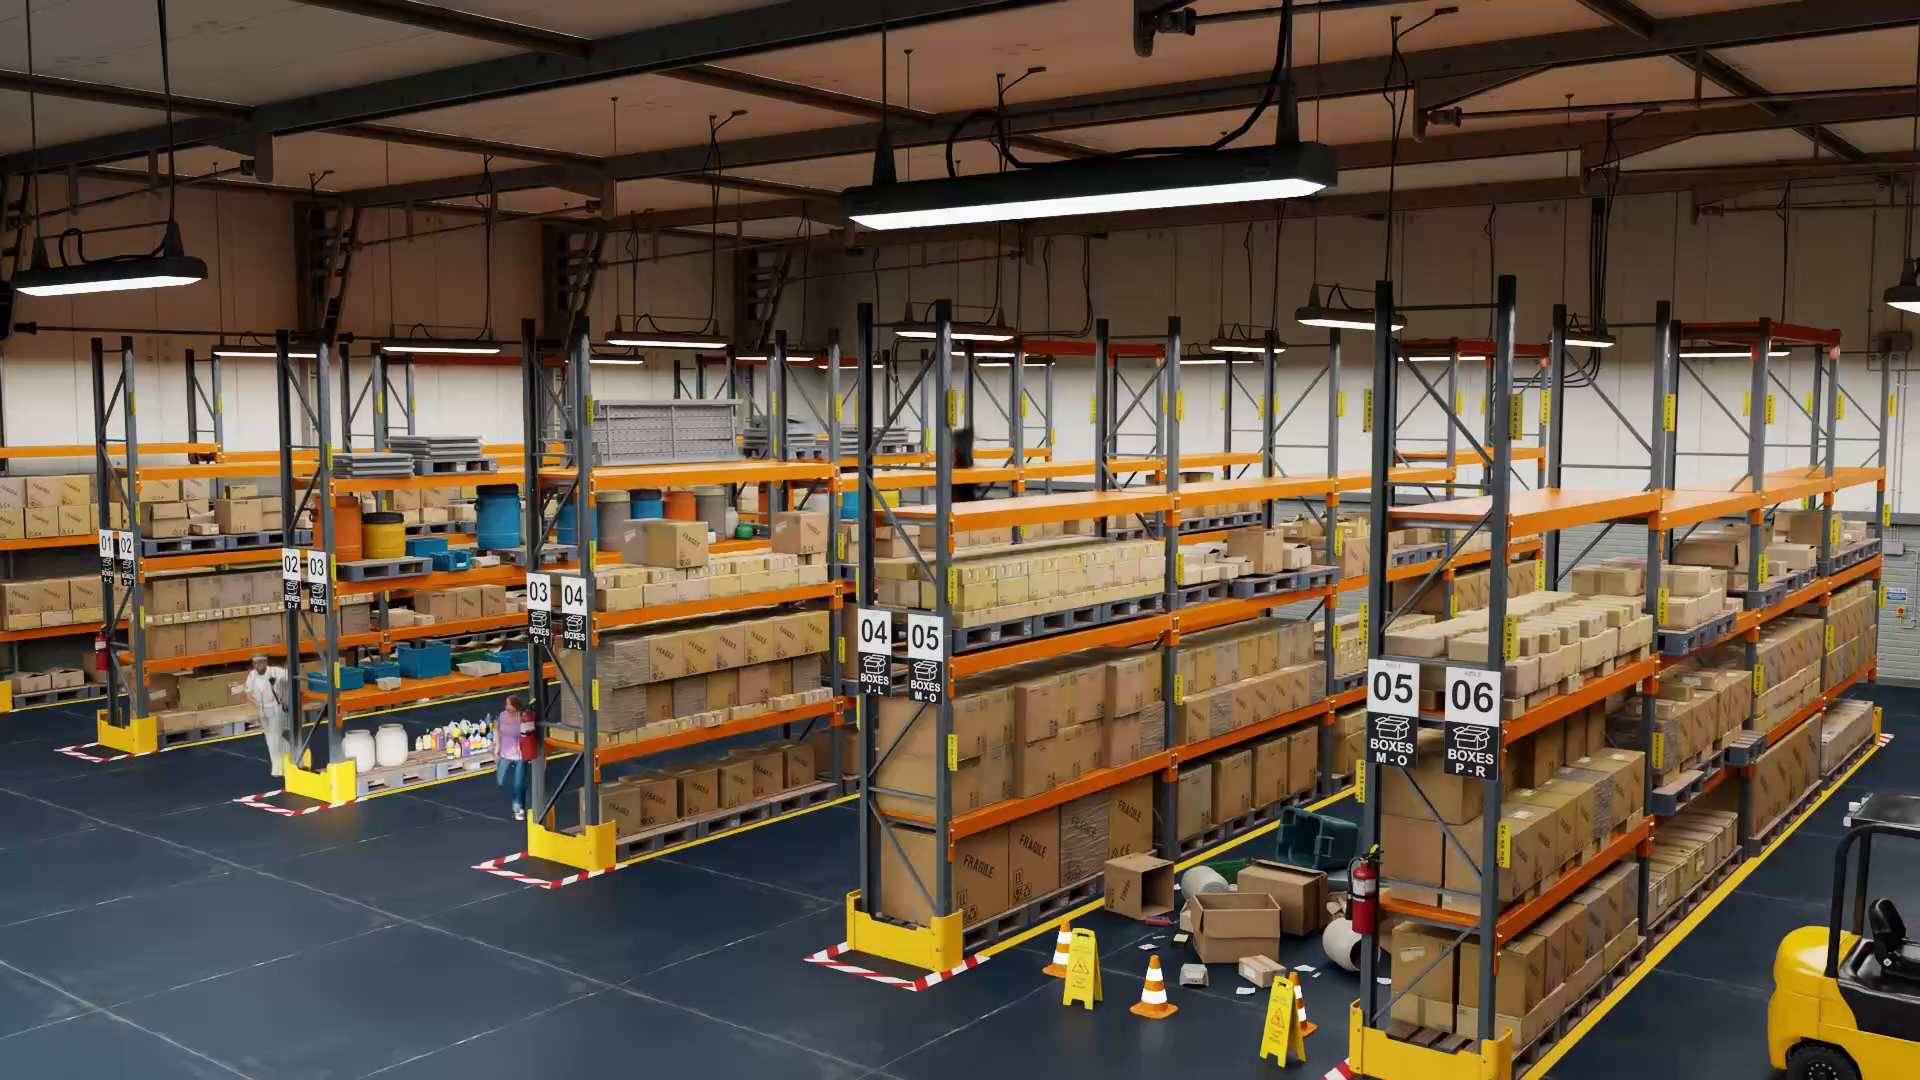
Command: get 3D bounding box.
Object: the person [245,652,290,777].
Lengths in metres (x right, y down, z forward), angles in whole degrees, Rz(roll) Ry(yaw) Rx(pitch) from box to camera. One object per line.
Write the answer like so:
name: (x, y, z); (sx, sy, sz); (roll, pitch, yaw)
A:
person: (-9.355, 2.352, 22.695); (0.632, 1.749, 0.797); (2, 5, 17)

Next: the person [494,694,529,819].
person: (-5.424, 2.631, 20.169); (0.583, 1.559, 0.523); (1, 5, 13)
